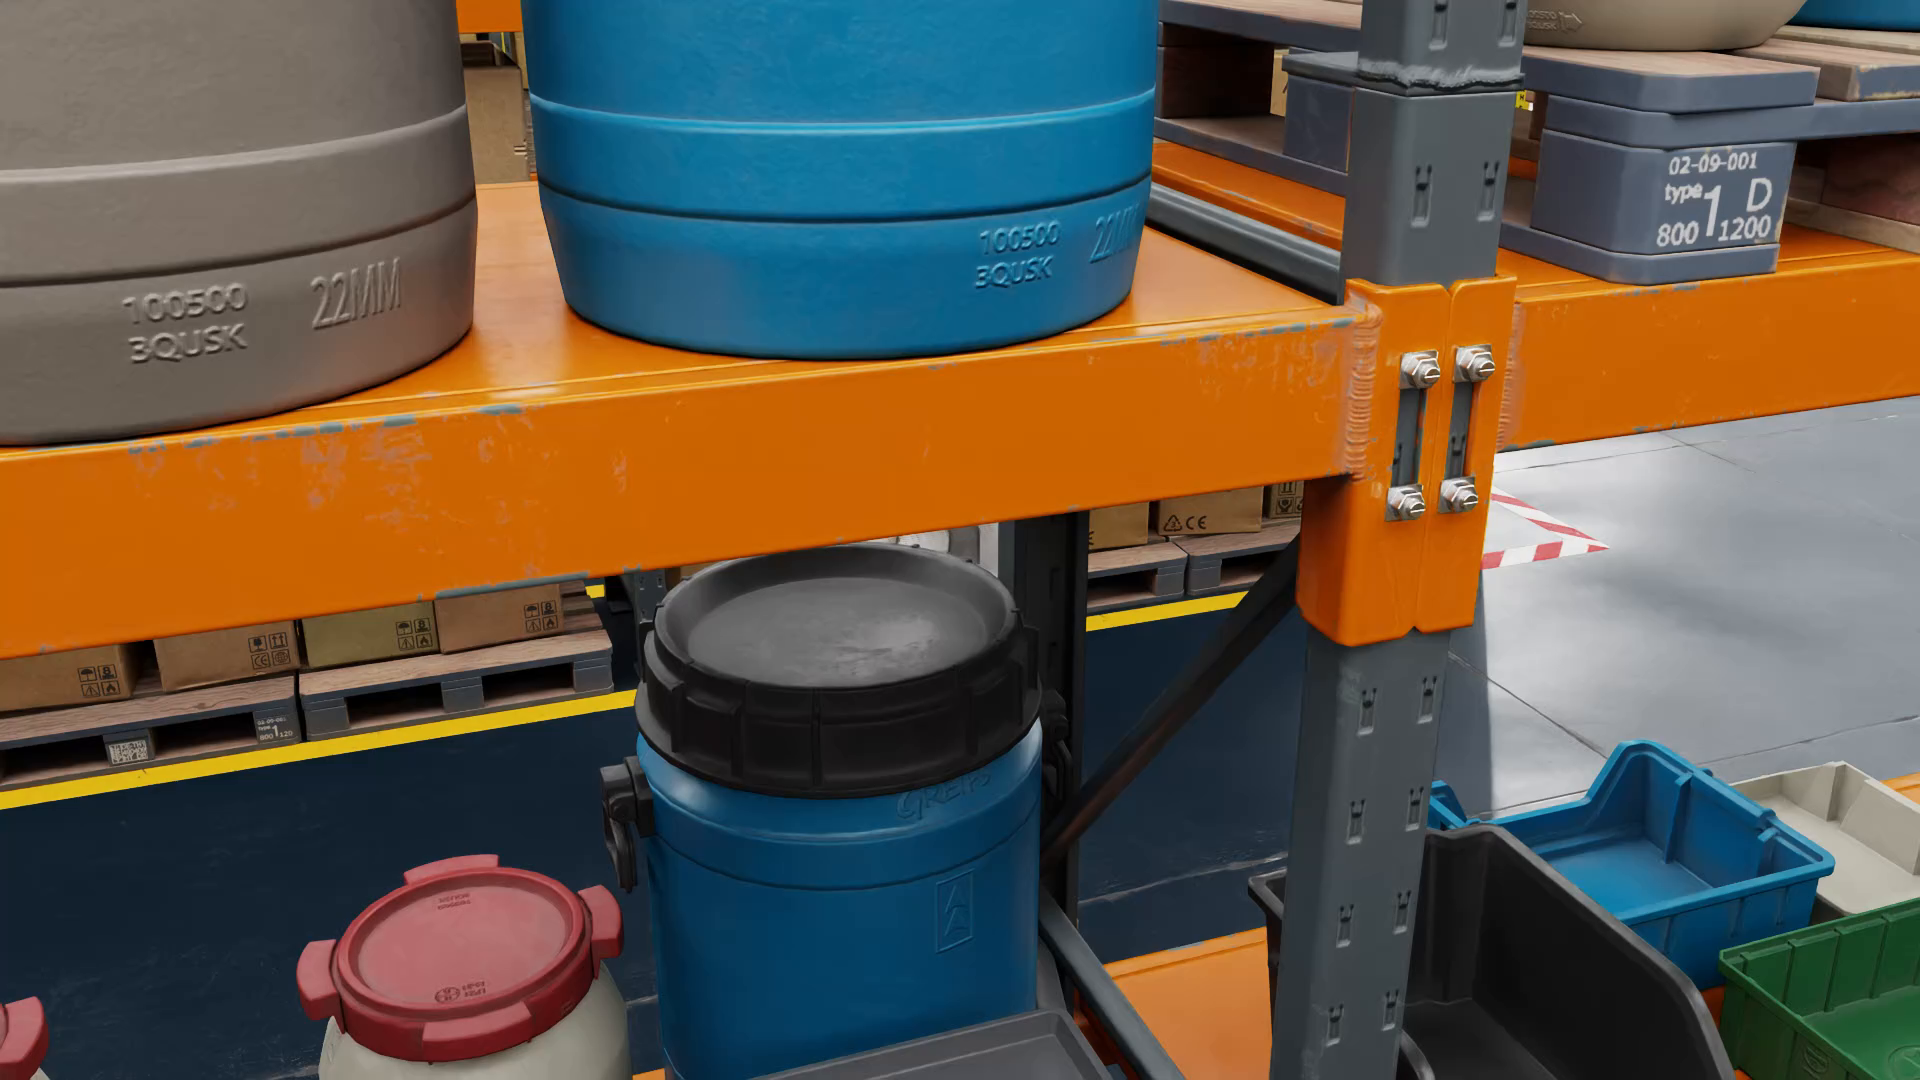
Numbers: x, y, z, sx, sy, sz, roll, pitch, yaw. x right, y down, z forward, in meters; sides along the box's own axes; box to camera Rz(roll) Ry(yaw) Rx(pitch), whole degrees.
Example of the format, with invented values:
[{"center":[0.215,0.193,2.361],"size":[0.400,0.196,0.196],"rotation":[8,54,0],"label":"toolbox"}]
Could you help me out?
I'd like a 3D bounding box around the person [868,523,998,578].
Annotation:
[{"center":[-0.007,0.144,5.715],"size":[0.650,1.776,0.511],"rotation":[-4,23,-10],"label":"person"}]
